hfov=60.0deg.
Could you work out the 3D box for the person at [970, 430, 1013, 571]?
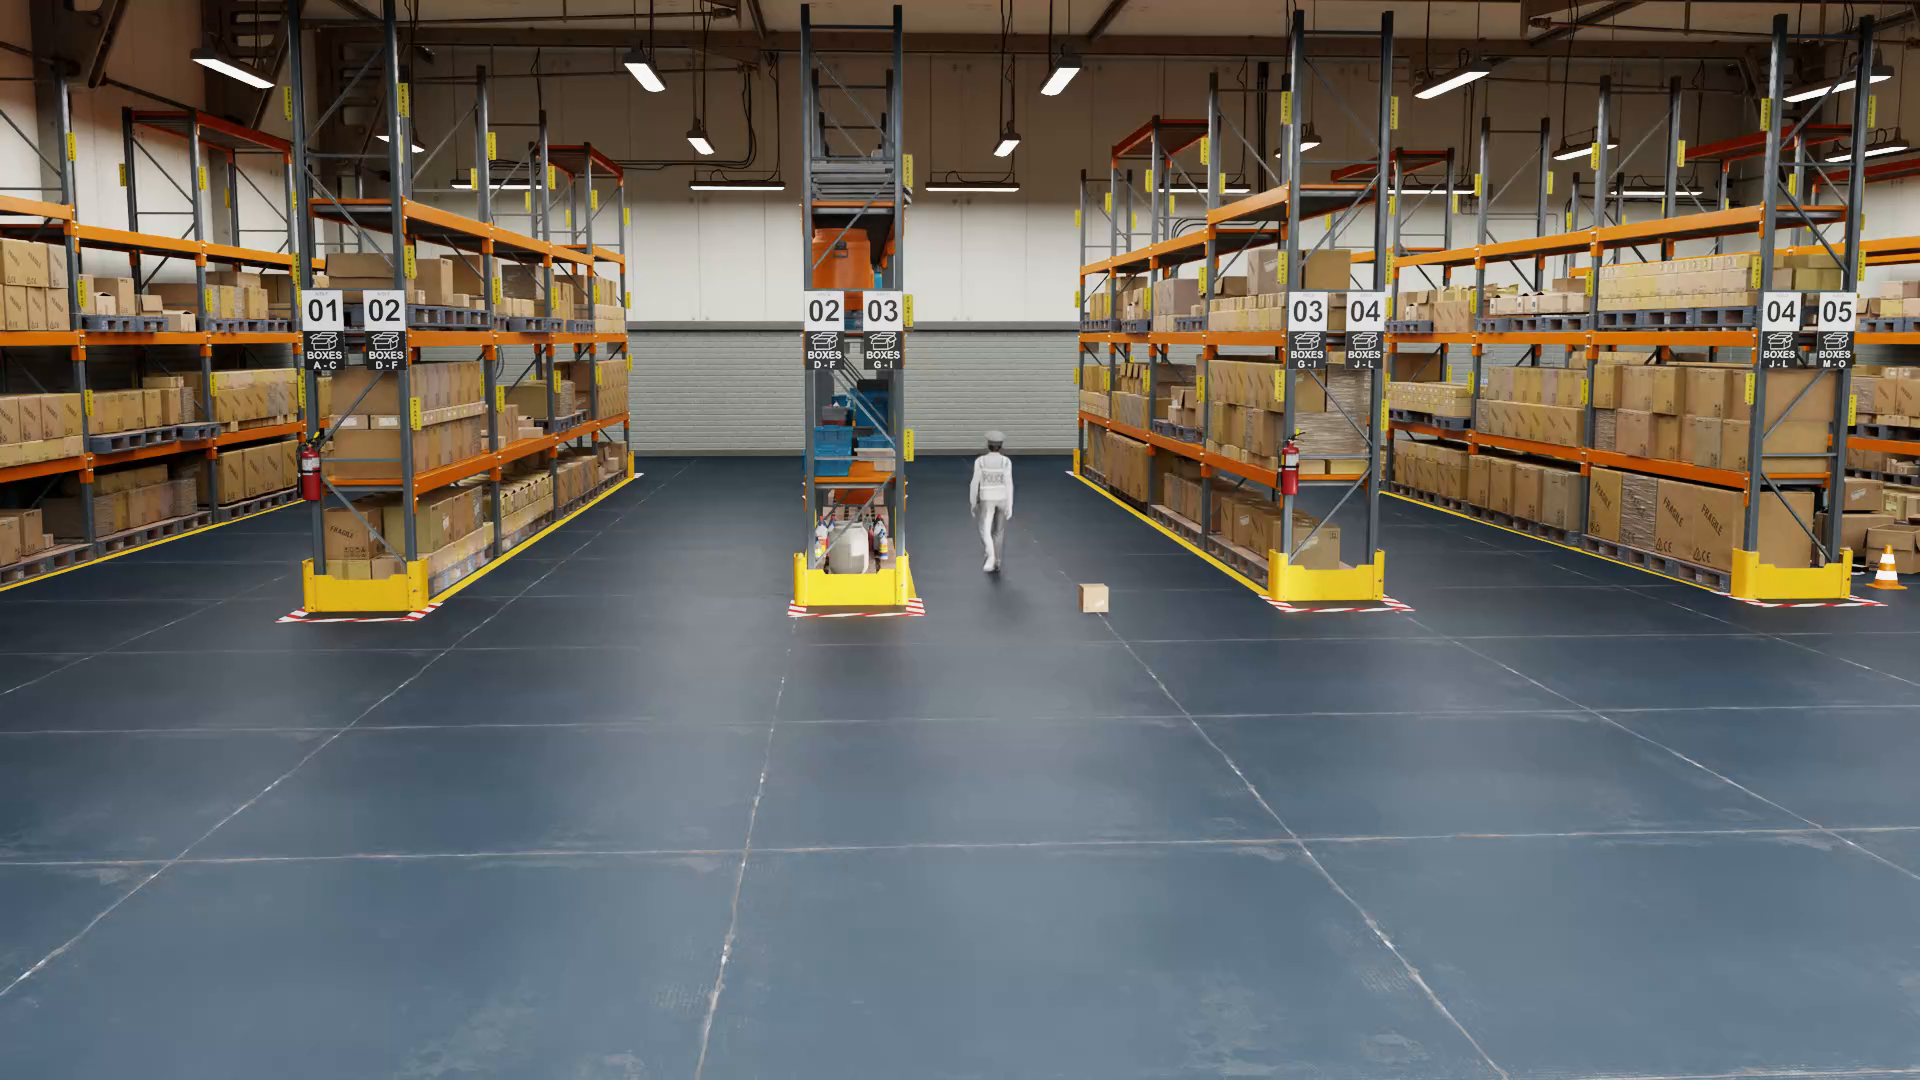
[{"bbox_3d":[0.368,-0.433,19.150,0.487,1.641,0.918,-1,7,-7],"label":"person"}]
